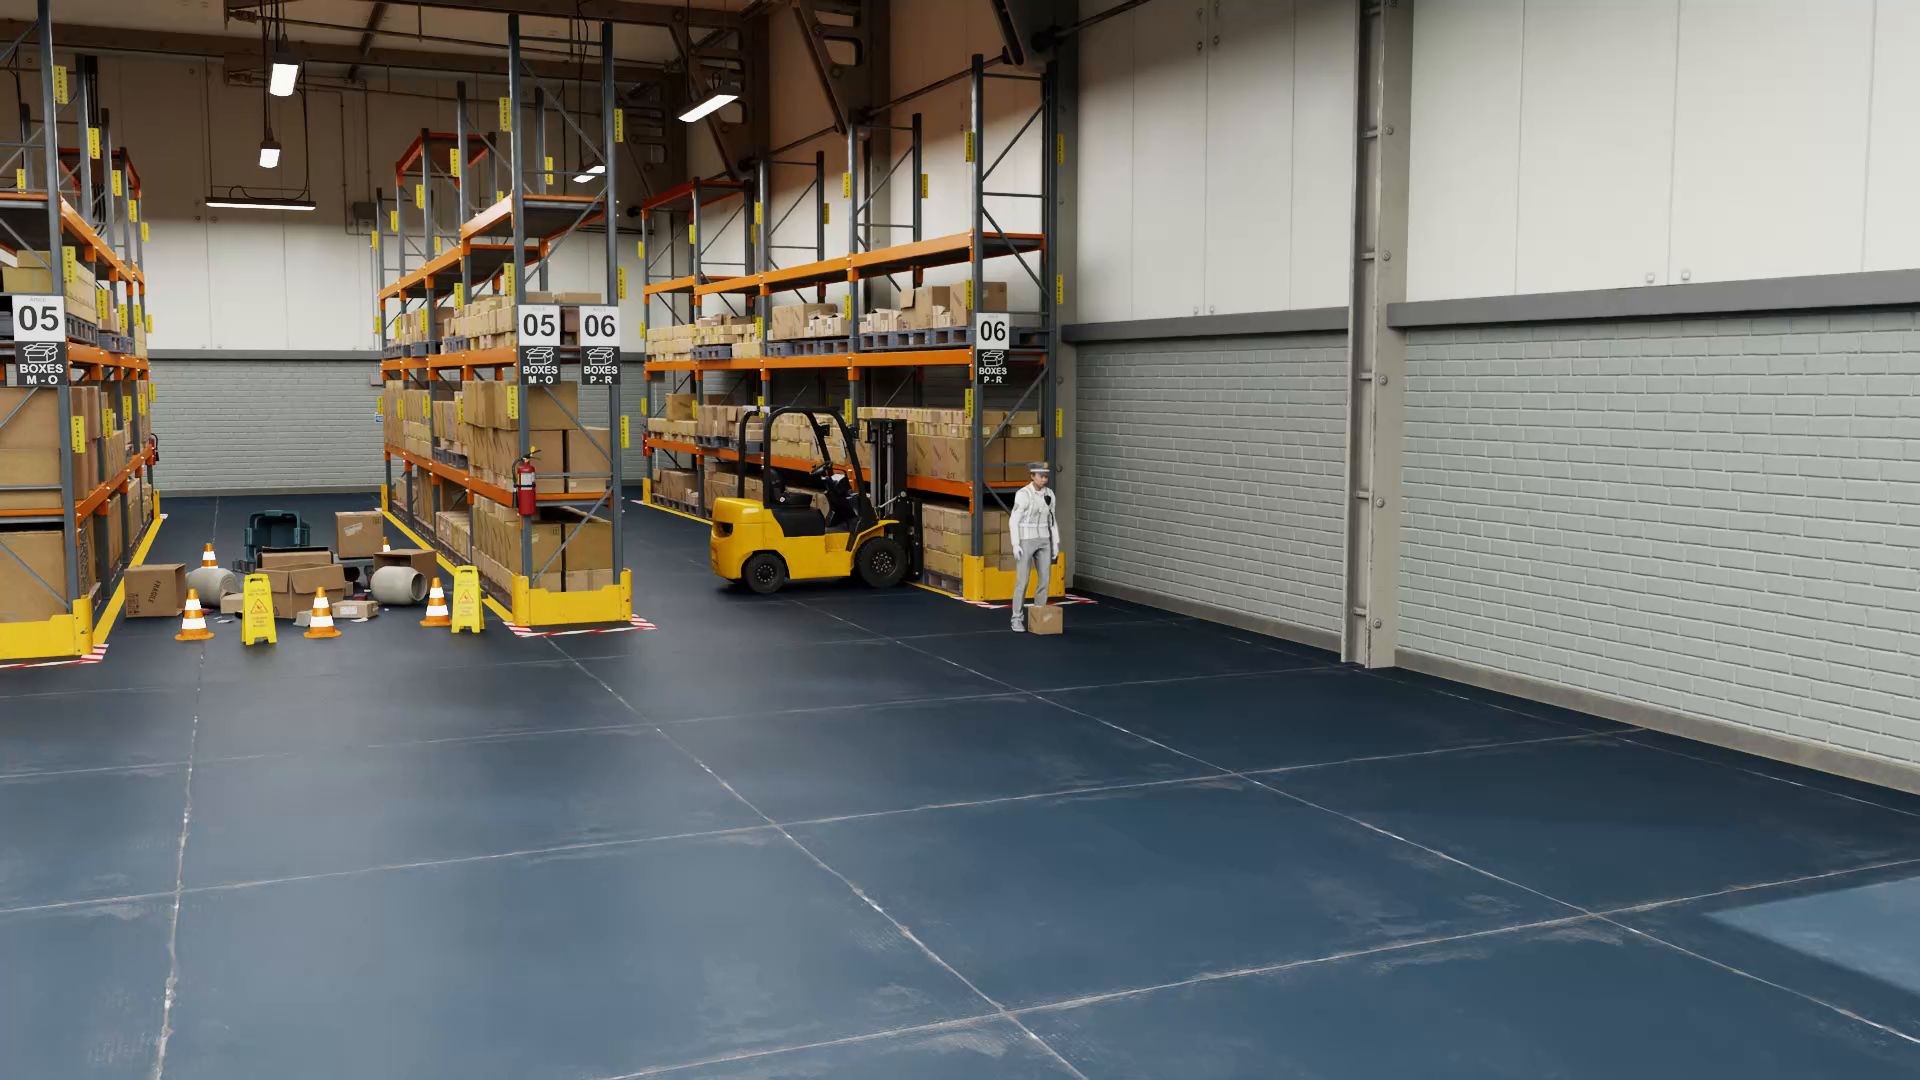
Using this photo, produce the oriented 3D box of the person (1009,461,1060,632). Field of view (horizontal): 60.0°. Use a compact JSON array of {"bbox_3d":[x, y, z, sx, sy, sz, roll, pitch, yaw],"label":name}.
[{"bbox_3d":[0.738,0.053,16.415,0.547,1.667,0.370,-3,6,-27],"label":"person"}]
